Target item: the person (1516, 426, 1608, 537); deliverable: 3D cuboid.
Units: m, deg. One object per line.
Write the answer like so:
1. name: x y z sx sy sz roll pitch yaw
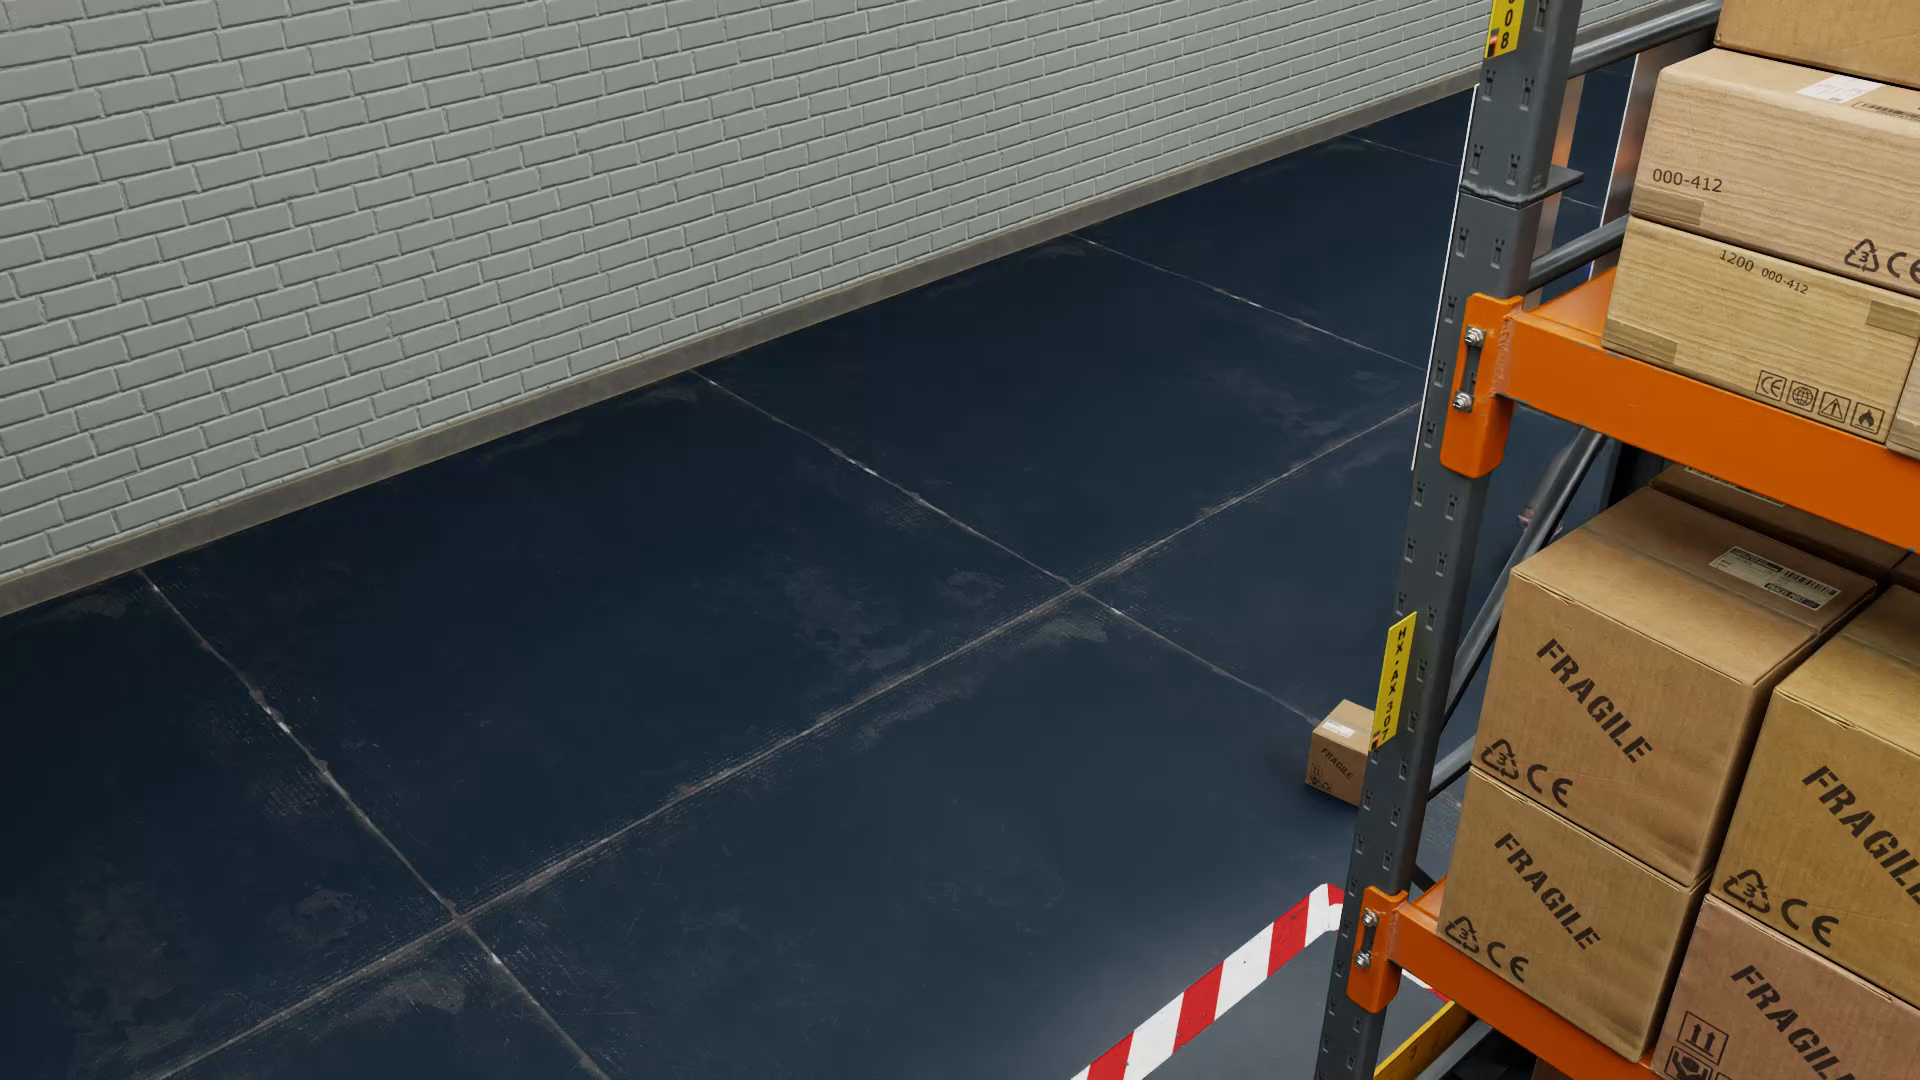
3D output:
1. person: 2.954 -0.735 7.314 0.950 1.609 0.466 -21 38 -30
